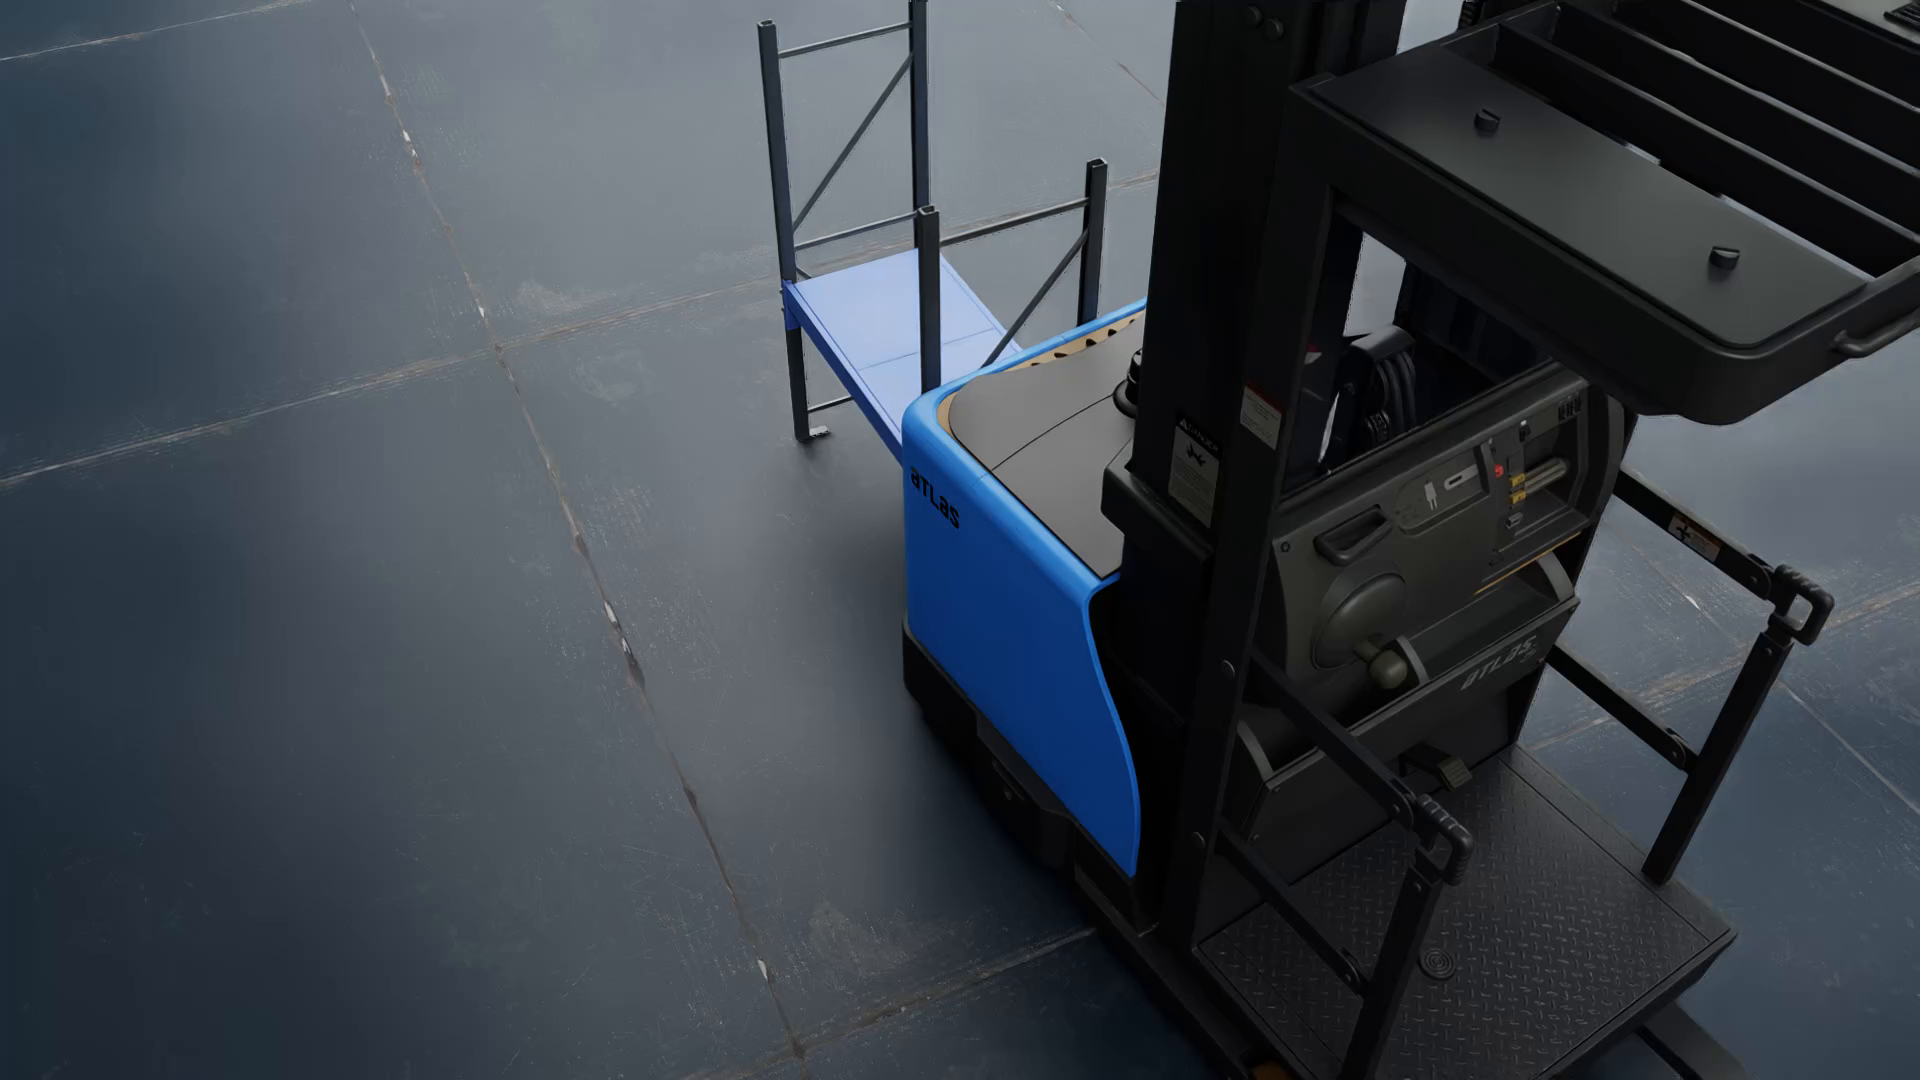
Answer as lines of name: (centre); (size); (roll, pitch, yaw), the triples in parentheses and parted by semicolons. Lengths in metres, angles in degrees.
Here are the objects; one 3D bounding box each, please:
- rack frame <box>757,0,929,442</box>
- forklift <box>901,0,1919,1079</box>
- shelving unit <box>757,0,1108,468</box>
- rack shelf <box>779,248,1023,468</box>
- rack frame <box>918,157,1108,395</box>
rack frame: (-0.326, -0.952, 5.147); (0.500, 1.500, 0.032); (-19, 48, -19)
forklift: (1.085, 0.050, 3.113); (1.130, 2.935, 3.031); (-26, 50, -24)
shelving unit: (-0.098, -0.633, 4.823); (0.538, 1.500, 1.048); (-19, 48, -19)
rack shelf: (-0.098, -0.505, 4.950); (0.538, 0.185, 1.000); (-19, 48, -19)
rack frame: (0.130, -0.314, 4.500); (0.500, 1.500, 0.032); (-19, 48, -19)
